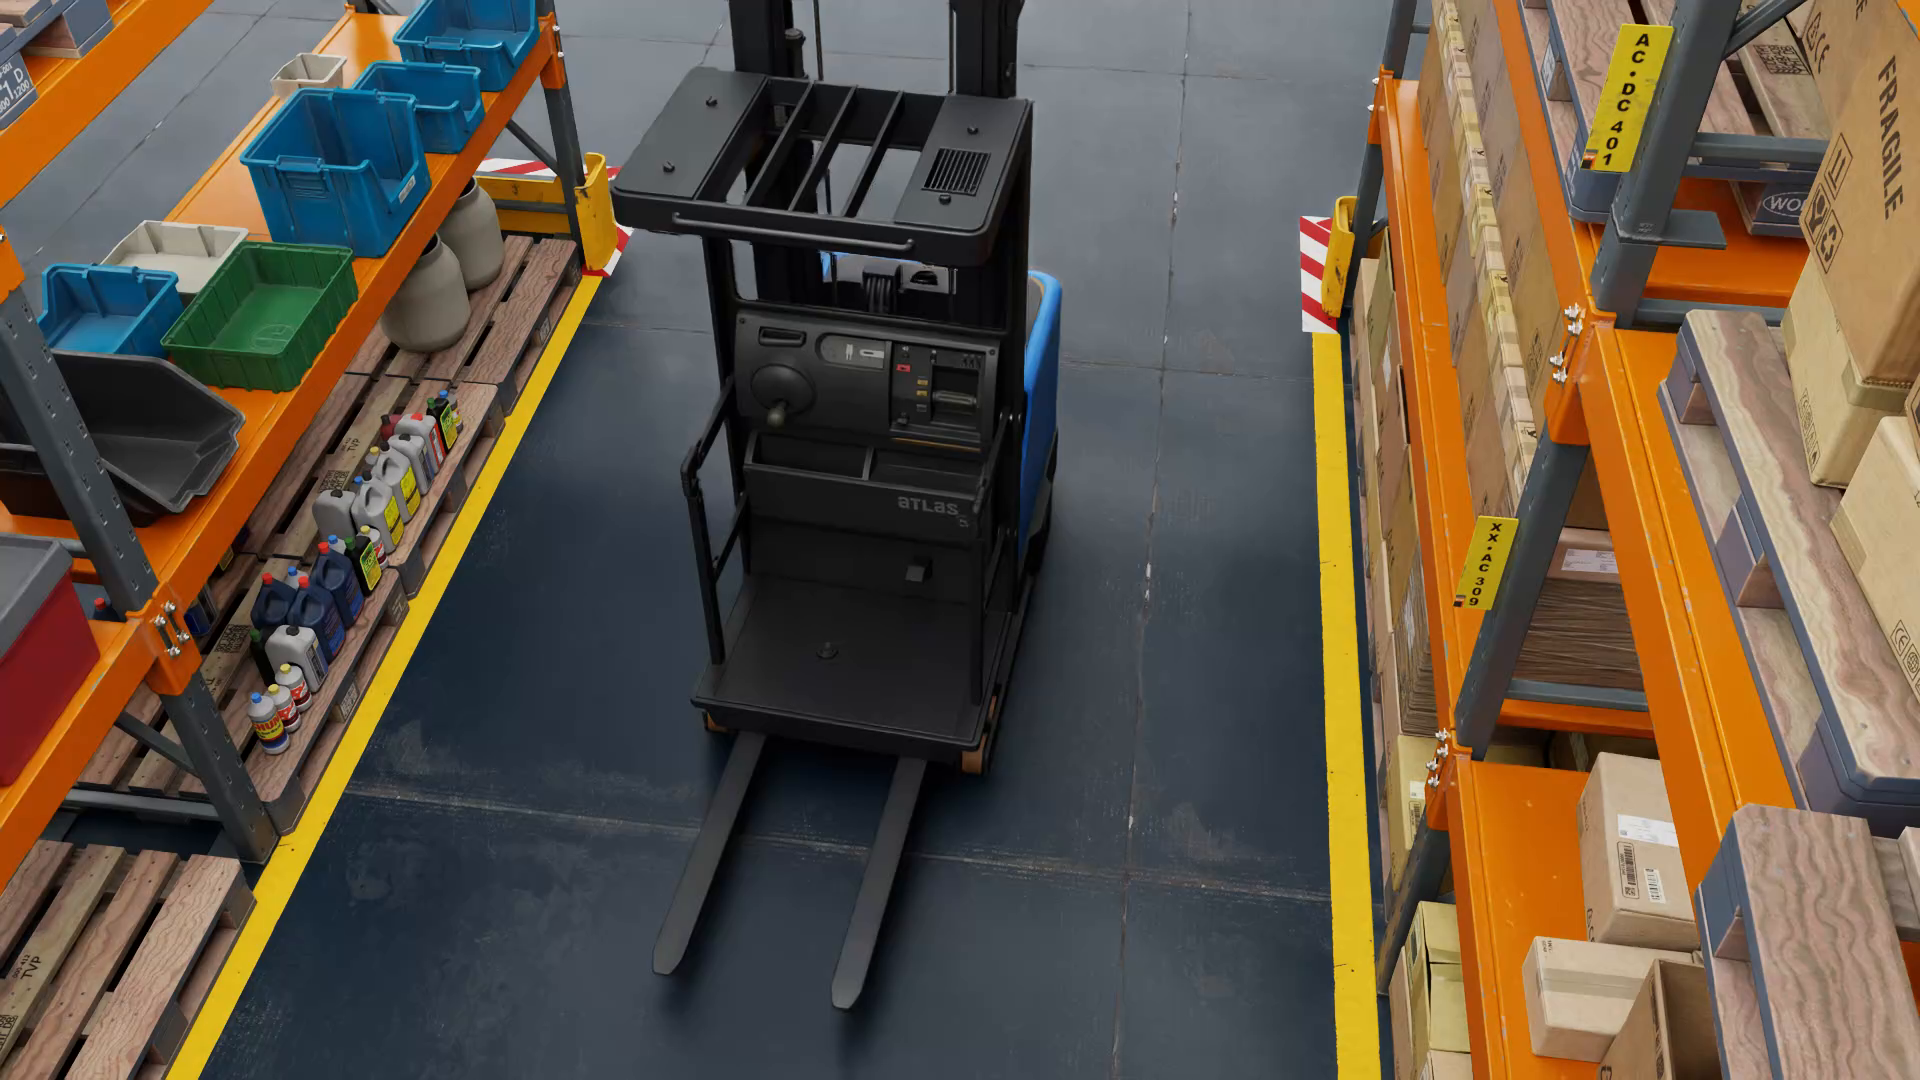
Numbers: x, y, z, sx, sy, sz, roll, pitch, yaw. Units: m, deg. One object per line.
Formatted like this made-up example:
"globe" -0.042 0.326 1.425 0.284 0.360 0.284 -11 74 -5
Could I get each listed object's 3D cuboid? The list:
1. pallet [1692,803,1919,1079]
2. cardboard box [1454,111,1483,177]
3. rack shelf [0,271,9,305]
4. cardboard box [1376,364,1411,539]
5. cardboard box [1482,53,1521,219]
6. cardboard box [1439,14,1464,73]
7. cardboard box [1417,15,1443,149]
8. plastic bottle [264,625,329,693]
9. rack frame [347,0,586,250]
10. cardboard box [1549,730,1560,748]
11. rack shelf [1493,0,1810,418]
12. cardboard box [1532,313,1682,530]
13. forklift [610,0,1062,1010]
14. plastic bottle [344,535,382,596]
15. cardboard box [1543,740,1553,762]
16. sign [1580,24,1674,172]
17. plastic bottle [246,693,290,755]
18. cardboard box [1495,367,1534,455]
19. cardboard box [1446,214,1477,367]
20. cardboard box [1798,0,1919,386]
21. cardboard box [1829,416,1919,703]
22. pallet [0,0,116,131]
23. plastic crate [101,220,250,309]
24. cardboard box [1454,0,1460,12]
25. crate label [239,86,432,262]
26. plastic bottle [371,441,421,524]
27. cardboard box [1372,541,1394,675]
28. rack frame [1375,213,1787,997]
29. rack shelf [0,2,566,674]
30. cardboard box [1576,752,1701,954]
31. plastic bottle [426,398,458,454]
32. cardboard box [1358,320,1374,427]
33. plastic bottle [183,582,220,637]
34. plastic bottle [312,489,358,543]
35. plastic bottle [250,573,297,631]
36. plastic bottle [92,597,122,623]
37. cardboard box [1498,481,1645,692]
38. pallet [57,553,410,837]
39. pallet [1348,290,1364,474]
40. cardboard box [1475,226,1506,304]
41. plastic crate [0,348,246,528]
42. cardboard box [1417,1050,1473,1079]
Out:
"pallet" 1.530 0.927 2.045 1.003 0.211 1.213 7 44 7
"cardboard box" 2.008 -1.417 6.021 0.380 0.149 0.250 5 44 5
"rack shelf" -3.261 0.537 2.843 1.077 0.370 4.000 5 44 6
"cardboard box" 1.949 -0.330 6.566 0.500 0.500 0.500 5 44 6
"cardboard box" 2.164 -1.382 5.511 0.700 0.500 0.500 5 44 6
"cardboard box" 2.110 -1.945 6.578 0.380 0.149 0.250 5 44 6
"cardboard box" 2.367 -1.991 7.098 0.700 0.500 0.500 5 44 6
"plastic bottle" -2.504 0.431 6.274 0.152 0.276 0.135 7 44 7
"rack frame" -2.468 -2.724 7.945 1.000 3.000 0.127 5 44 6
"cardboard box" 2.343 0.399 5.795 0.500 0.500 0.500 5 44 6
"rack shelf" 2.177 -1.736 5.244 1.077 0.370 4.000 5 44 6
"cardboard box" 1.965 -0.356 4.428 0.700 0.500 0.500 5 44 6
"forklift" -0.369 -0.462 5.606 1.130 2.935 3.031 8 44 9
"plastic bottle" -2.391 0.079 6.641 0.061 0.283 0.133 7 44 7
"cardboard box" 2.346 0.672 6.053 0.500 0.250 0.500 5 44 6
"sign" 1.362 -0.900 3.404 0.100 0.325 0.005 5 44 6
"plastic bottle" -2.520 0.656 6.040 0.097 0.271 0.097 0 43 0
"cardboard box" 1.803 -0.369 4.913 0.380 0.149 0.250 4 44 4
"cardboard box" 2.165 -0.935 5.983 0.700 0.500 0.500 6 44 7
"cardboard box" 1.792 -0.588 2.766 0.500 0.500 0.500 6 44 6
"cardboard box" 1.752 0.061 2.626 0.500 0.250 0.500 1 43 1
"pallet" -2.998 -1.519 4.628 1.213 0.211 1.003 5 44 6
"plastic crate" -3.033 -1.032 6.350 0.530 0.136 0.437 5 44 6
"cardboard box" 2.360 -2.426 6.614 0.700 0.500 0.500 5 44 6
"crate label" -2.443 -1.458 6.582 0.502 0.435 0.616 5 44 6
"plastic bottle" -2.373 -0.253 6.943 0.144 0.351 0.185 7 44 7
"cardboard box" 1.885 0.283 6.464 0.500 0.250 0.500 5 44 6
"rack frame" 1.913 0.455 4.588 1.000 3.000 0.127 5 44 6
"rack shelf" -2.732 -1.100 6.753 1.077 0.370 4.000 5 44 6
"cardboard box" 1.891 0.849 4.281 0.500 0.250 0.500 8 44 8
"plastic bottle" -2.273 -0.525 7.278 0.061 0.283 0.133 6 44 7
"cardboard box" 2.088 -0.739 7.543 0.500 0.250 0.500 5 44 6
"plastic bottle" -3.022 0.232 6.485 0.152 0.276 0.135 5 44 6
"plastic bottle" -2.548 -0.096 6.830 0.152 0.276 0.135 5 44 6
"plastic bottle" -2.622 0.279 6.381 0.144 0.351 0.185 5 44 6
"plastic bottle" -3.197 0.339 6.317 0.144 0.351 0.185 4 44 4
"cardboard box" 1.965 0.116 4.874 0.700 0.500 0.500 4 44 4
"pallet" -2.867 0.561 6.504 1.003 0.211 1.213 5 44 6
"pallet" 2.382 -0.734 7.871 1.003 0.211 1.213 5 44 6
"cardboard box" 1.906 -0.887 5.461 0.380 0.149 0.250 6 44 7
"plastic crate" -2.801 -0.321 5.452 0.767 0.338 0.504 5 44 6
"cardboard box" 1.540 1.697 4.563 0.500 0.311 0.500 5 44 5
